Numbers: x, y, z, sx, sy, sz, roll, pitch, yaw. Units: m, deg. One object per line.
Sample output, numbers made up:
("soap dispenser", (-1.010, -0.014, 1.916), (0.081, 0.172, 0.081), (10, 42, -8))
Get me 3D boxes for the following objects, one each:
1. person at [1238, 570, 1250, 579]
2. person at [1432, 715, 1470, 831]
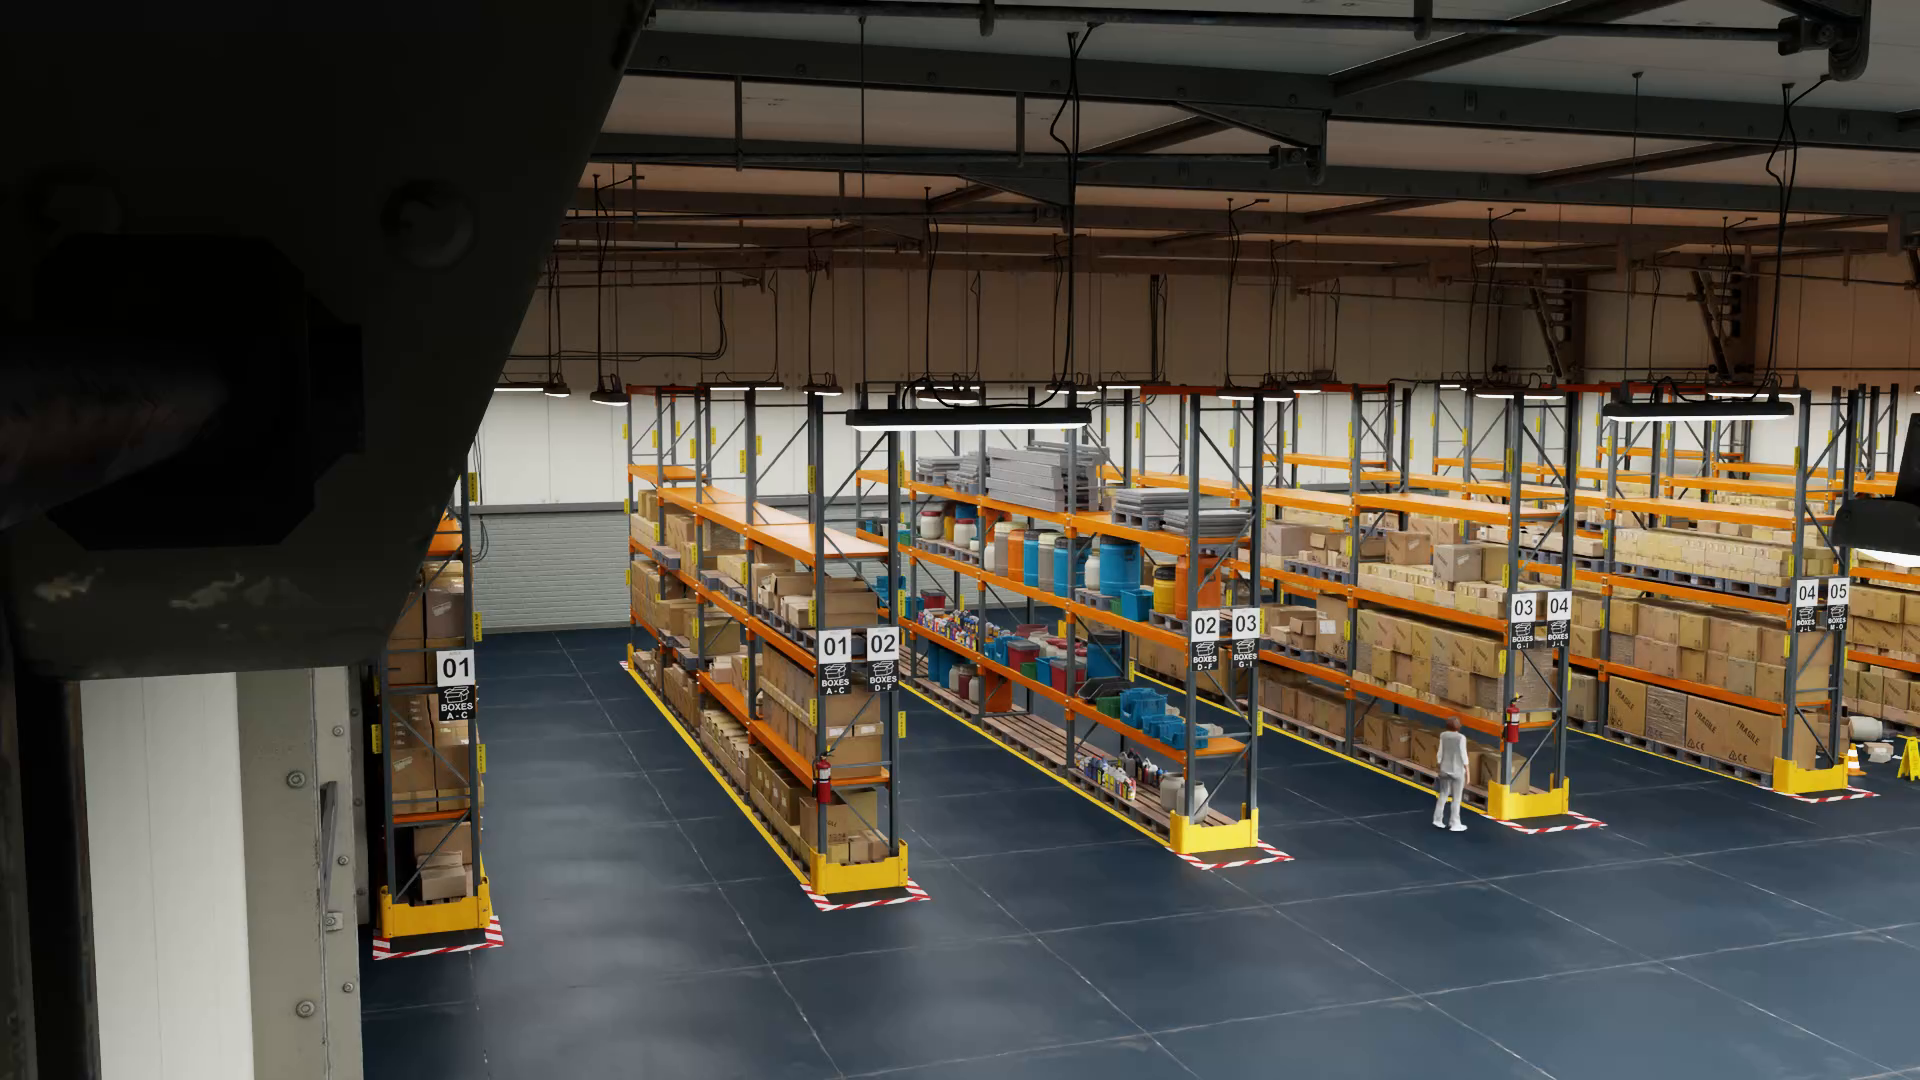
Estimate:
("person", (7.158, 1.142, 41.841), (1.088, 1.730, 0.625), (-4, 7, -32))
("person", (6.765, 3.204, 22.801), (0.334, 1.626, 0.498), (-6, 8, -44))
